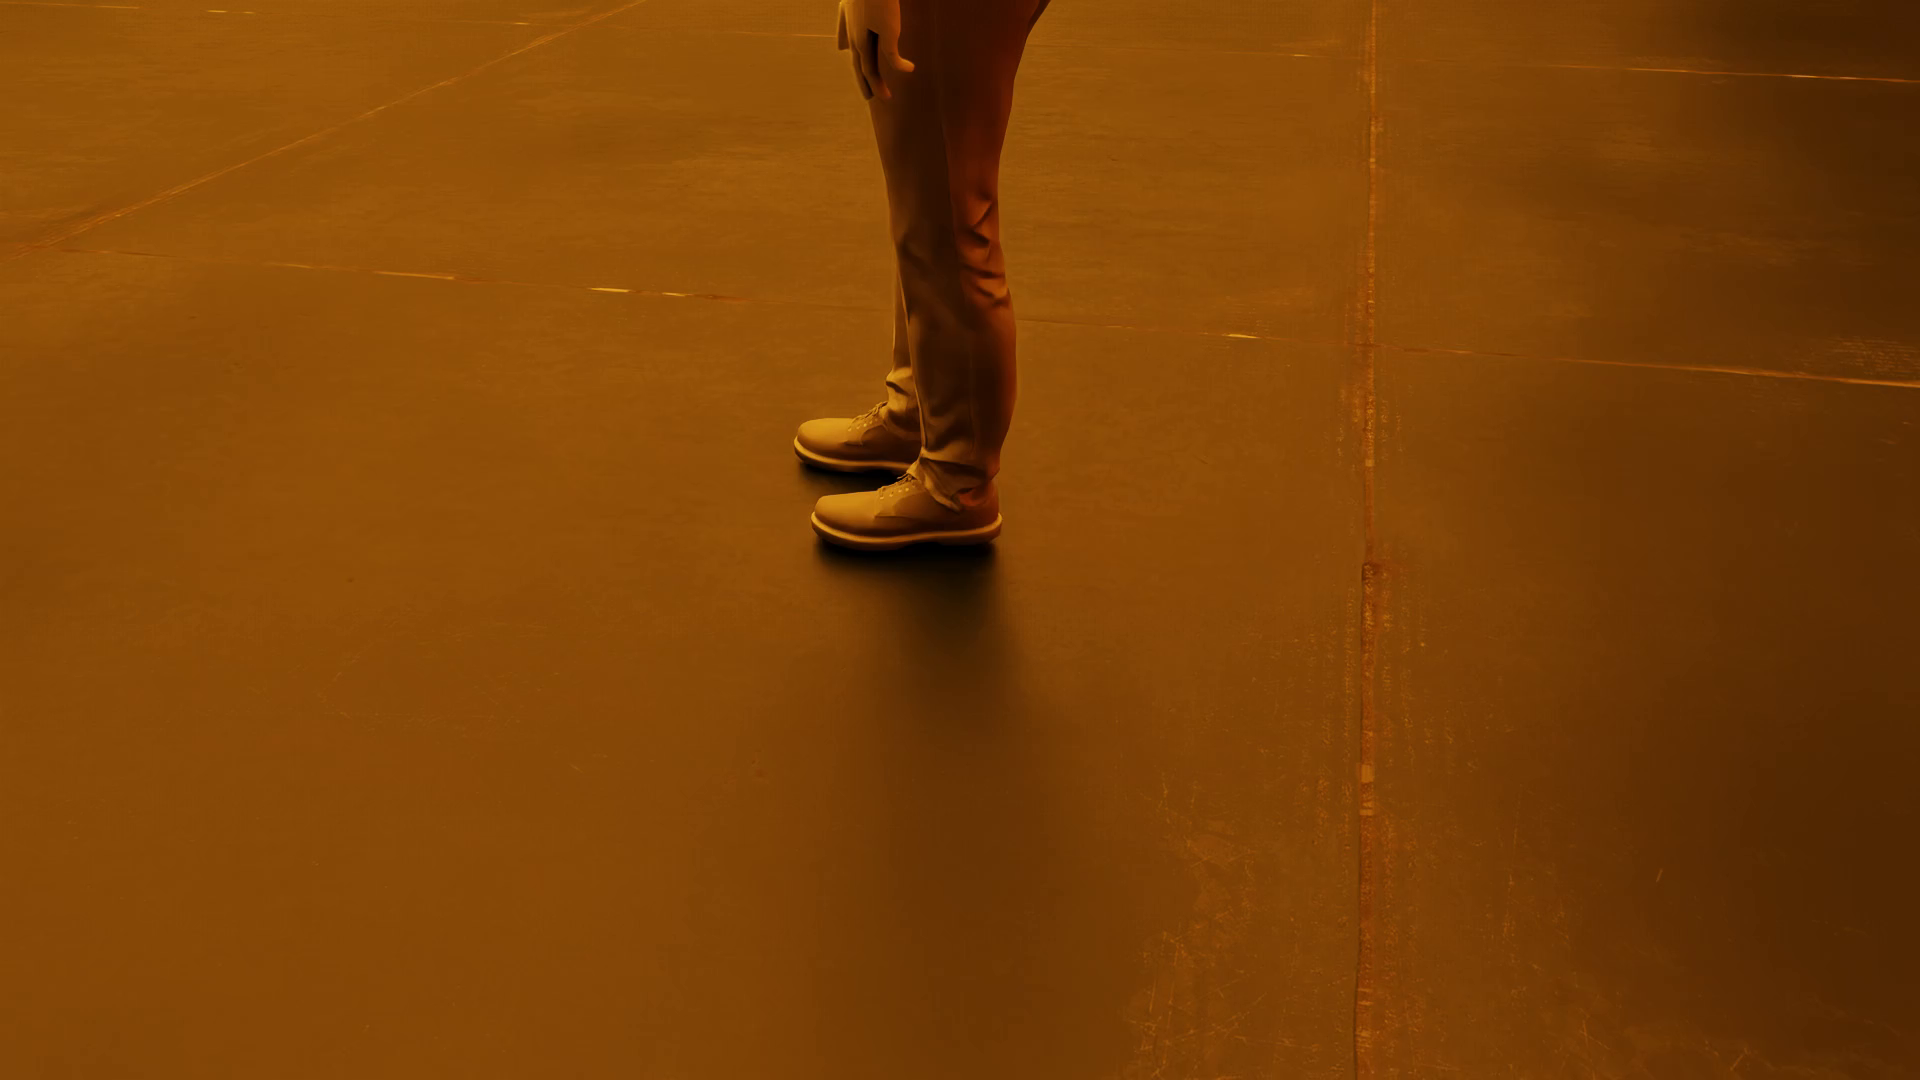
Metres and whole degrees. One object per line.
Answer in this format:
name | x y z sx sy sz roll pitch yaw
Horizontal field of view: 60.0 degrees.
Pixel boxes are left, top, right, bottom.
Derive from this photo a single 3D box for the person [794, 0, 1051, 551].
person | -0.066 -0.773 2.135 0.530 1.694 0.586 6 27 11
